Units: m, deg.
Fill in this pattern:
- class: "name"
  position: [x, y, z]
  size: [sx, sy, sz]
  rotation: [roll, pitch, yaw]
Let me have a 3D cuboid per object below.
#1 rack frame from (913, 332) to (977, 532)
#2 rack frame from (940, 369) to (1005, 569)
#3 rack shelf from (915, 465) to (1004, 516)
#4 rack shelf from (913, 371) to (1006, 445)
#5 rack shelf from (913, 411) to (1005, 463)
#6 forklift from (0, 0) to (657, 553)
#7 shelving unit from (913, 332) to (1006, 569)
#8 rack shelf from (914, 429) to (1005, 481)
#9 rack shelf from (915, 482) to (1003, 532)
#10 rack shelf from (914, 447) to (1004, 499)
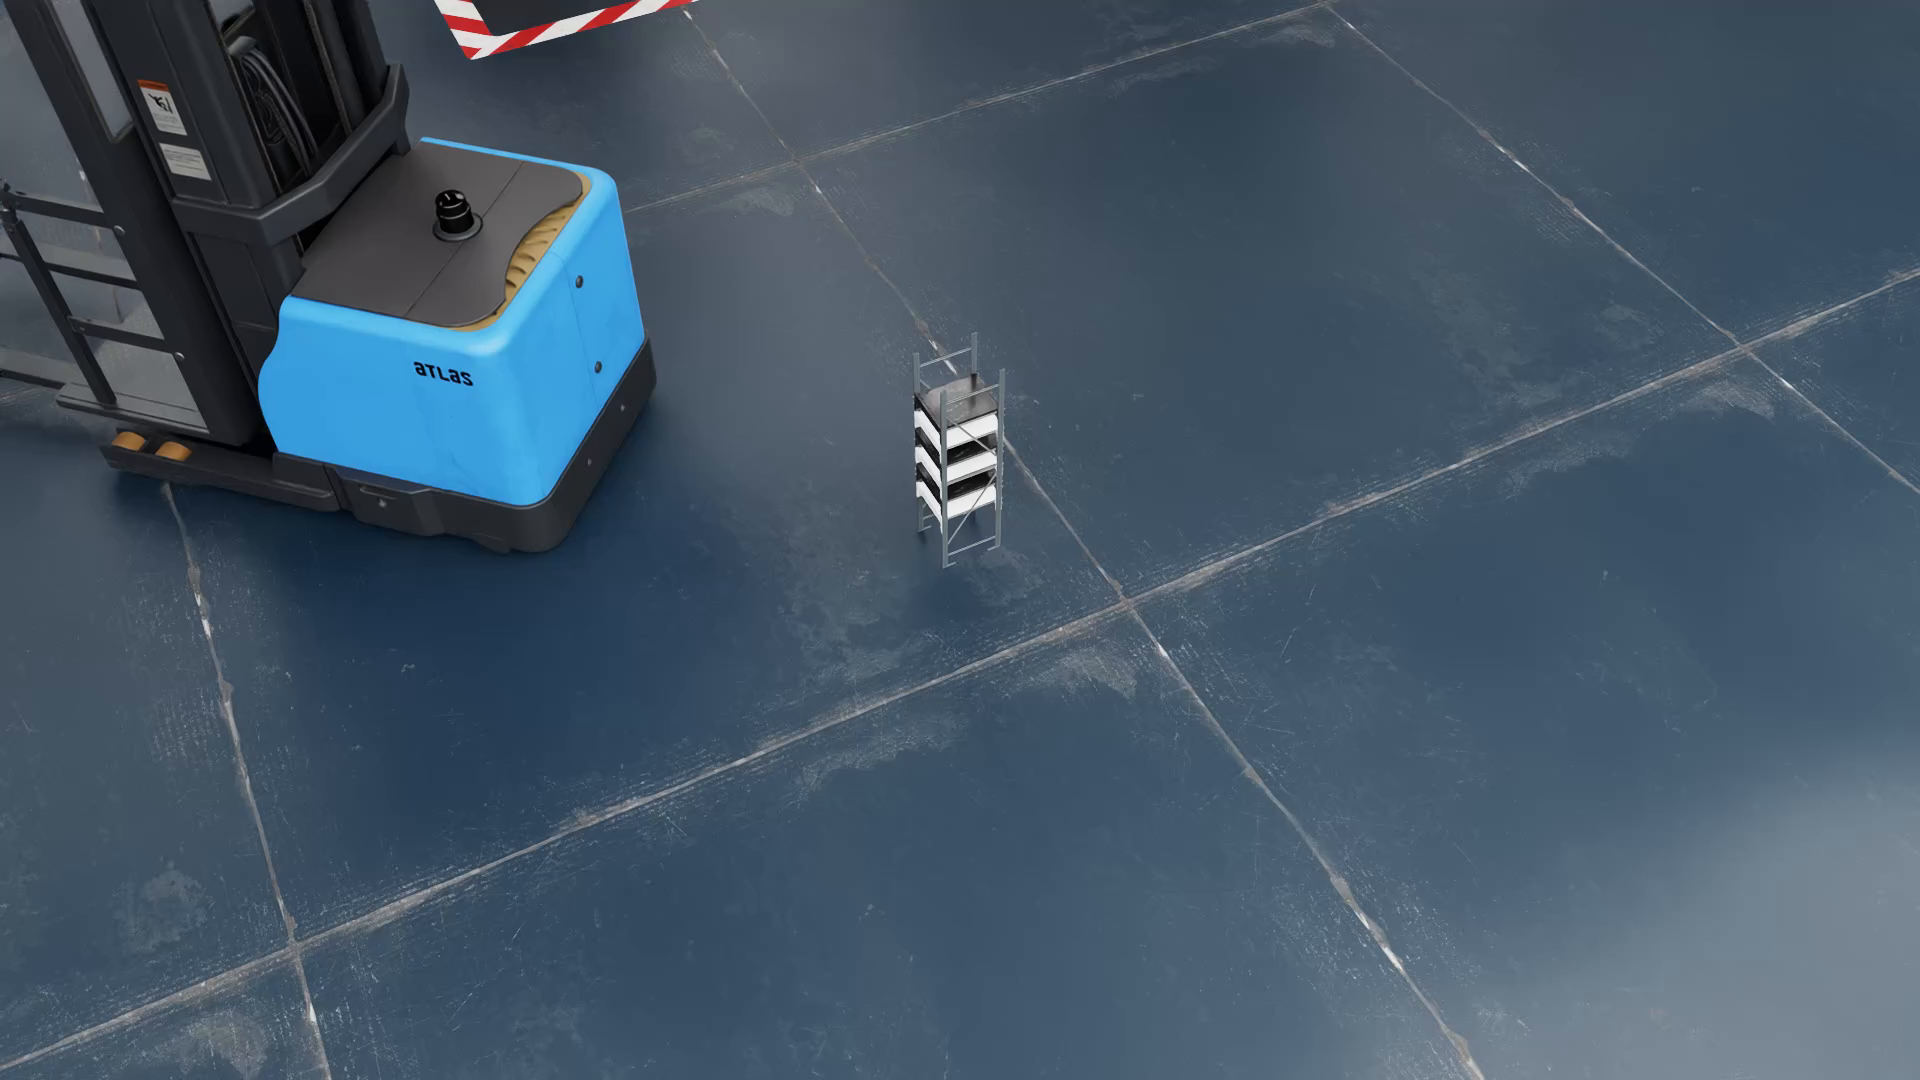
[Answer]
- class: "rack frame"
  position: [-0.050, -0.370, 5.976]
  size: [0.240, 0.900, 0.006]
  rotation: [-21, 52, -18]
- class: "rack frame"
  position: [0.043, -0.234, 5.857]
  size: [0.240, 0.900, 0.006]
  rotation: [-21, 52, -18]
- class: "rack shelf"
  position: [-0.004, -0.221, 6.009]
  size: [0.258, 0.077, 0.200]
  rotation: [-21, 52, -18]
- class: "rack shelf"
  position: [-0.004, -0.458, 5.738]
  size: [0.258, 0.077, 0.200]
  rotation: [-21, 52, -18]
- class: "rack shelf"
  position: [-0.004, -0.398, 5.806]
  size: [0.258, 0.077, 0.200]
  rotation: [-21, 52, -18]
- class: "forklift"
  position: [-2.799, -1.551, 5.659]
  size: [3.031, 2.935, 1.130]
  rotation: [12, 50, 11]
- class: "shelving unit"
  position: [-0.004, -0.302, 5.916]
  size: [0.258, 0.900, 0.210]
  rotation: [-21, 52, -18]
- class: "rack shelf"
  position: [-0.004, -0.339, 5.873]
  size: [0.258, 0.077, 0.200]
  rotation: [-21, 52, -18]
- class: "rack shelf"
  position: [-0.004, -0.161, 6.077]
  size: [0.258, 0.077, 0.200]
  rotation: [-21, 52, -18]
- class: "rack shelf"
  position: [-0.004, -0.280, 5.941]
  size: [0.258, 0.077, 0.200]
  rotation: [-21, 52, -18]
